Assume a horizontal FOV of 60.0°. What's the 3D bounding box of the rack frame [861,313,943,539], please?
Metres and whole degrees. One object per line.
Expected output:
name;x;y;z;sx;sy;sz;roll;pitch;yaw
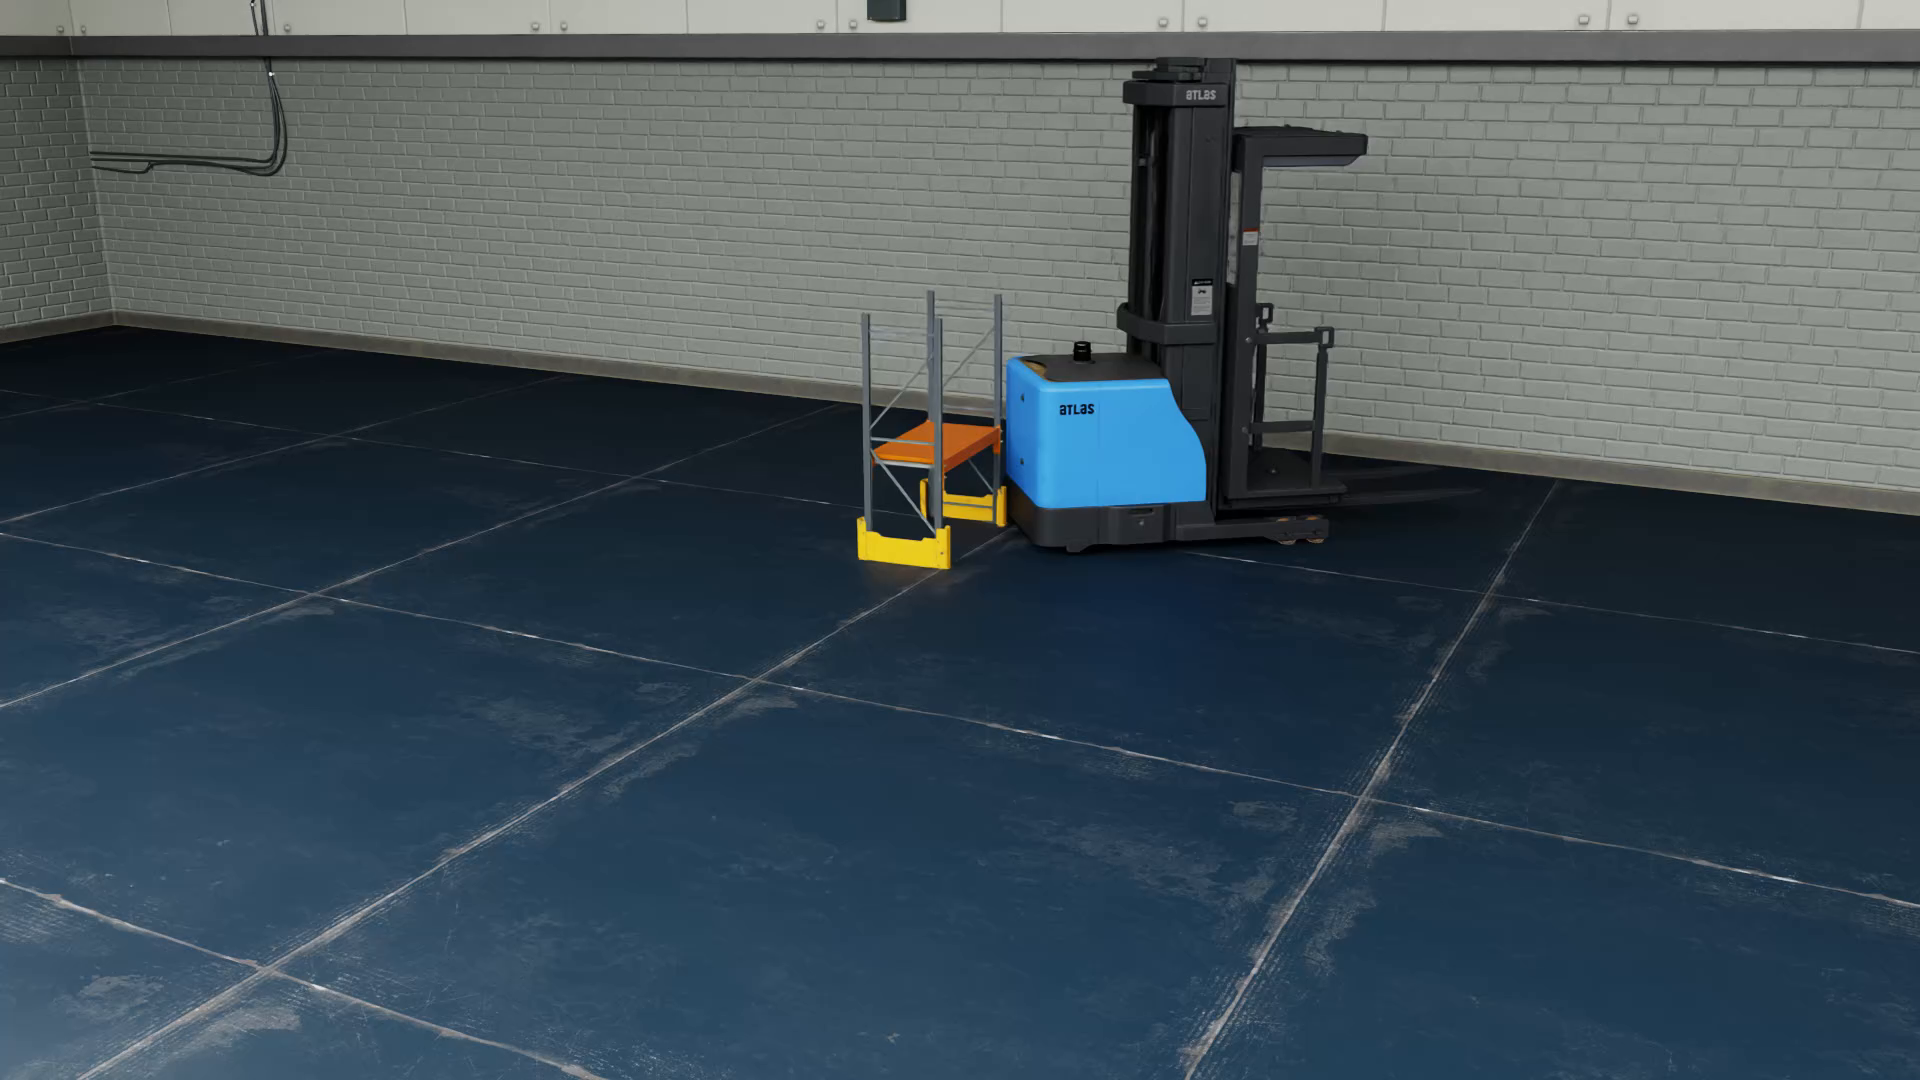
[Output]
rack frame;-0.339;-0.581;9.846;0.500;1.500;0.032;6;18;20

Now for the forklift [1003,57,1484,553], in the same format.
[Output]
forklift;1.856;-1.517;10.484;3.031;2.935;1.130;-3;17;-11

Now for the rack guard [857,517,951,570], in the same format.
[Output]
rack guard;-0.338;0.018;10.025;0.587;0.250;0.087;6;18;20

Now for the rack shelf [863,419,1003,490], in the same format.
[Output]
rack shelf;-0.156;-0.543;10.351;0.538;0.185;1.000;6;18;20

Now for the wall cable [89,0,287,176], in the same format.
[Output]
wall cable;-8.191;-5.048;17.171;3.097;2.526;0.112;8;18;25

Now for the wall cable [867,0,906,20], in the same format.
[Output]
wall cable;0.295;-6.955;12.164;2.305;6.003;0.169;8;18;25

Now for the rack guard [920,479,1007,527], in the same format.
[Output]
rack guard;0.021;-0.247;10.915;0.587;0.250;0.087;6;18;20

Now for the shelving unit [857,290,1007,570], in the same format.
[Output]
shelving unit;-0.159;-0.713;10.292;0.587;1.500;1.083;6;18;20

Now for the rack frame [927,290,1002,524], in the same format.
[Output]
rack frame;0.028;-0.851;10.755;0.500;1.500;0.032;6;18;20
